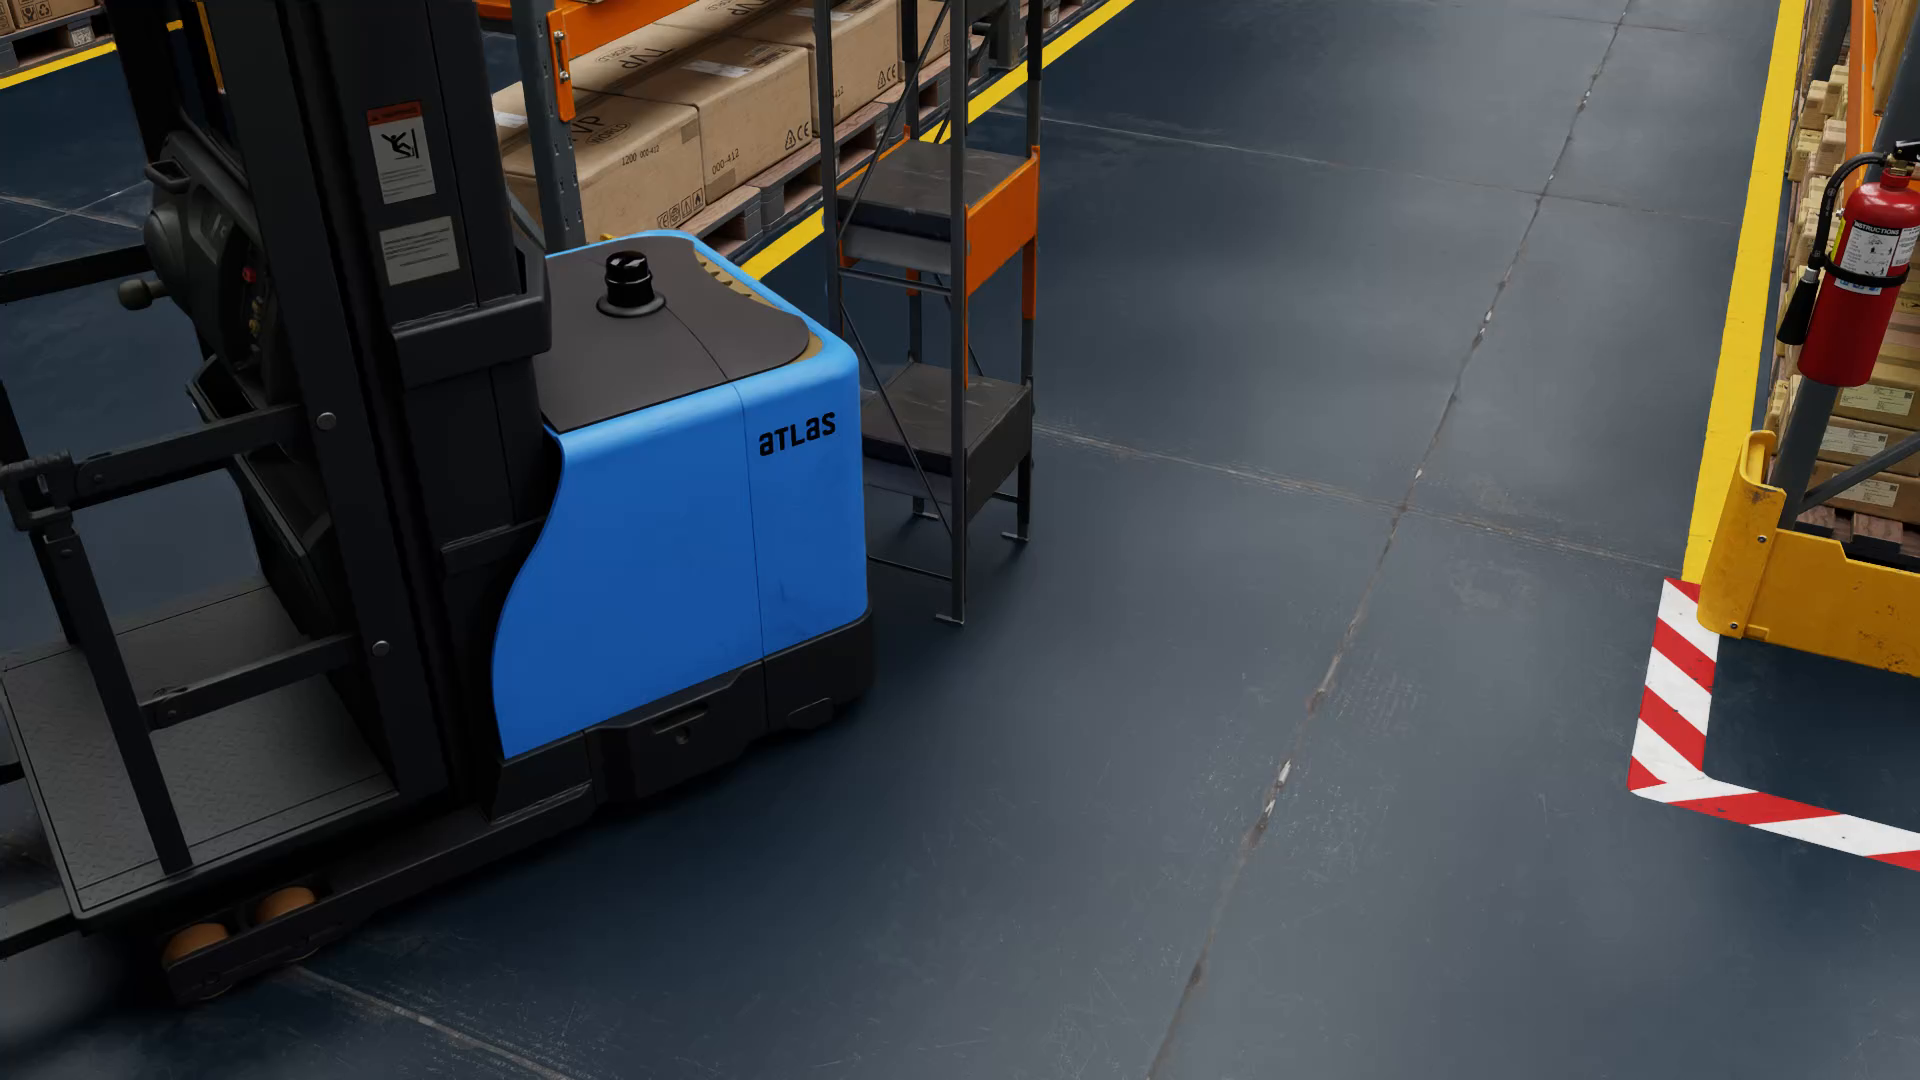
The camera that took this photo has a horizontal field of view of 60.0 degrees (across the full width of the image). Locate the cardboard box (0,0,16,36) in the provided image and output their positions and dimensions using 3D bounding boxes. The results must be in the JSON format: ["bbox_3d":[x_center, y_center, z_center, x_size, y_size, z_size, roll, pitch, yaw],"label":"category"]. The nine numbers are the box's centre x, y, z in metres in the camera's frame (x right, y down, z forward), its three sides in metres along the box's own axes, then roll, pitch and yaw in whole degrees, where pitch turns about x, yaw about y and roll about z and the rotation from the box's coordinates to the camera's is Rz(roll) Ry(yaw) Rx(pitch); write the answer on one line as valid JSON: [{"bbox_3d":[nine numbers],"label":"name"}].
[{"bbox_3d":[-5.596,-2.962,8.928,0.700,0.500,0.500,16,36,22],"label":"cardboard box"}]

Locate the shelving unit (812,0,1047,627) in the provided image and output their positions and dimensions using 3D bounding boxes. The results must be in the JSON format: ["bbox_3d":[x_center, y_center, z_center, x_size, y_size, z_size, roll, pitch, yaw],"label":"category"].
[{"bbox_3d":[-0.069,-0.796,4.549,0.431,2.100,0.503,14,36,20],"label":"shelving unit"}]

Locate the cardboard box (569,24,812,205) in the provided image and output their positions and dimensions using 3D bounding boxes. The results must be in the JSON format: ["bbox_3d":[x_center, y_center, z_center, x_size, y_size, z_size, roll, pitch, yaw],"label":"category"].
[{"bbox_3d":[-1.260,-1.908,7.378,0.875,0.438,0.875,15,36,22],"label":"cardboard box"}]

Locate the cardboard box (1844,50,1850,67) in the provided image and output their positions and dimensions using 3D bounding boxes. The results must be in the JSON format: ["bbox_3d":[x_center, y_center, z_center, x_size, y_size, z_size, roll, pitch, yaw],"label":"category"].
[{"bbox_3d":[4.059,-2.010,7.254,0.380,0.149,0.250,16,36,22],"label":"cardboard box"}]

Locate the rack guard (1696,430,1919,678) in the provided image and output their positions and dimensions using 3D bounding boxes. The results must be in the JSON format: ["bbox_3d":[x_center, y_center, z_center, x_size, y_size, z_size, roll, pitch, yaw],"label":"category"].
[{"bbox_3d":[2.749,0.098,4.645,1.175,0.500,0.348,14,36,20],"label":"rack guard"}]

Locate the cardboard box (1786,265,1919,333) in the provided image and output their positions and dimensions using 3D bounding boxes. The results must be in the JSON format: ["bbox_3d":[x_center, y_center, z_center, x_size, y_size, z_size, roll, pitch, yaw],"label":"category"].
[{"bbox_3d":[2.859,-0.734,5.308,0.380,0.149,0.250,13,36,19],"label":"cardboard box"}]

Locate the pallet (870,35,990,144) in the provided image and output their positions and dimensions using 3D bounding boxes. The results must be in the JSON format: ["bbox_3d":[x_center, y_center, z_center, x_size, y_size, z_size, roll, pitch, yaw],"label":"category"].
[{"bbox_3d":[-0.537,-2.460,8.809,1.003,0.211,1.213,14,36,20],"label":"pallet"}]

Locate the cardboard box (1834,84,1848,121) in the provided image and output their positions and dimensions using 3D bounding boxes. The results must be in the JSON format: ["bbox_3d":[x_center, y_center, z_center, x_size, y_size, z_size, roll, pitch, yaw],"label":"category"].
[{"bbox_3d":[3.828,-1.749,6.856,0.380,0.149,0.250,14,36,20],"label":"cardboard box"}]

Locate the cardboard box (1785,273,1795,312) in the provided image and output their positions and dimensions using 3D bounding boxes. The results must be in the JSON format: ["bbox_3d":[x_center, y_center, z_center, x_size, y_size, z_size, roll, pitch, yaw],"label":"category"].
[{"bbox_3d":[3.100,-0.866,5.780,0.380,0.149,0.250,15,36,21],"label":"cardboard box"}]

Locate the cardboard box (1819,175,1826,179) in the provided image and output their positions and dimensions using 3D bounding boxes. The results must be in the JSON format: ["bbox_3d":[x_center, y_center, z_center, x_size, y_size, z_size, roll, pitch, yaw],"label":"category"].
[{"bbox_3d":[3.718,-1.371,6.823,0.380,0.149,0.250,13,36,20],"label":"cardboard box"}]

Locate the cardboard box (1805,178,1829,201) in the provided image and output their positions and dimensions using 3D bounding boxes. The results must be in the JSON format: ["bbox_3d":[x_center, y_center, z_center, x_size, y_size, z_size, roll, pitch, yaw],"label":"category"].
[{"bbox_3d":[3.440,-1.250,6.366,0.380,0.149,0.250,14,36,20],"label":"cardboard box"}]

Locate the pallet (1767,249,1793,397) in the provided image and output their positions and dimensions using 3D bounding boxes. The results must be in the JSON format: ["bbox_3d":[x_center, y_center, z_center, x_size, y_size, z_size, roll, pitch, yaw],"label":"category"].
[{"bbox_3d":[3.633,-0.783,6.252,1.003,0.211,1.213,14,36,20],"label":"pallet"}]

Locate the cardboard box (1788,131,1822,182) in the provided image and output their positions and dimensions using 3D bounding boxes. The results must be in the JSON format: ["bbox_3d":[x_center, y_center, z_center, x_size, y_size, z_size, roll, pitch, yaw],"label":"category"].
[{"bbox_3d":[3.835,-1.645,7.240,0.380,0.149,0.250,15,36,22],"label":"cardboard box"}]

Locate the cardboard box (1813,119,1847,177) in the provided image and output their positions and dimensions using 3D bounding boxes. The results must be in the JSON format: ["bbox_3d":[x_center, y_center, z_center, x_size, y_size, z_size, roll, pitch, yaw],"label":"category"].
[{"bbox_3d":[3.559,-1.506,6.485,0.380,0.149,0.250,15,36,21],"label":"cardboard box"}]

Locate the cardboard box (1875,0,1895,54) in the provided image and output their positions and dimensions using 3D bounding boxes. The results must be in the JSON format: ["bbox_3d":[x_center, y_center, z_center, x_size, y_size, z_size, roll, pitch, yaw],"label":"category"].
[{"bbox_3d":[2.892,-1.614,4.613,0.500,0.500,0.500,14,36,20],"label":"cardboard box"}]

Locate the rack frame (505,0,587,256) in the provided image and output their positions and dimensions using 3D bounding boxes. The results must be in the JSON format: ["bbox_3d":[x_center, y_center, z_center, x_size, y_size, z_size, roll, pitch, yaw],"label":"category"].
[{"bbox_3d":[-1.821,-1.995,5.557,1.000,3.000,0.127,14,36,20],"label":"rack frame"}]

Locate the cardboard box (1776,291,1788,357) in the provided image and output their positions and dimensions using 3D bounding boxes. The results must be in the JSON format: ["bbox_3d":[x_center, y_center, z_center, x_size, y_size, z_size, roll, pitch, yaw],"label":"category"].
[{"bbox_3d":[3.094,-0.733,5.850,0.380,0.149,0.250,13,35,18],"label":"cardboard box"}]

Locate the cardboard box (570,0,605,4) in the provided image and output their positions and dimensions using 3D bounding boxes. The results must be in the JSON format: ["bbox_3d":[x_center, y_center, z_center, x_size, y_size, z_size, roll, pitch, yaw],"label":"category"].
[{"bbox_3d":[-1.359,-2.210,5.793,0.500,0.500,0.500,14,36,20],"label":"cardboard box"}]

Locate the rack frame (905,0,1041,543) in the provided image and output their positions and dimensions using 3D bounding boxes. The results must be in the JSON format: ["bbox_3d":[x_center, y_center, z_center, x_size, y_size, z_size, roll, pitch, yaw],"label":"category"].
[{"bbox_3d":[0.033,-0.917,4.734,0.400,2.100,0.015,14,36,20],"label":"rack frame"}]

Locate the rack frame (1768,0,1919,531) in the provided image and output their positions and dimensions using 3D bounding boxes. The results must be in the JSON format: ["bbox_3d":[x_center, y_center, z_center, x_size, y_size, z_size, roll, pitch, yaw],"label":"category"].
[{"bbox_3d":[2.717,-0.909,3.901,1.000,3.000,0.127,14,36,20],"label":"rack frame"}]

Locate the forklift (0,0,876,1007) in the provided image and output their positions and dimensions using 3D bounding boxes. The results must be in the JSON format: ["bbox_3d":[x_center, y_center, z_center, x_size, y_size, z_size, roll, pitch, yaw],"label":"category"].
[{"bbox_3d":[-1.730,-0.537,3.396,3.031,2.935,1.130,-21,39,-29],"label":"forklift"}]

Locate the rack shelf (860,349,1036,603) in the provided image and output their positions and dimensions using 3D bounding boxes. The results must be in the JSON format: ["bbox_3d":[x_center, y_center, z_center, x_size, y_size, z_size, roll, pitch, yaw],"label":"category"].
[{"bbox_3d":[-0.069,-0.199,4.940,0.431,0.518,0.480,14,36,20],"label":"rack shelf"}]

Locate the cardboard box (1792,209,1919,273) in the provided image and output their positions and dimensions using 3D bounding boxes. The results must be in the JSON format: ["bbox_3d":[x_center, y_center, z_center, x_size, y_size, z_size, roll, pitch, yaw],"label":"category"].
[{"bbox_3d":[3.087,-0.995,5.706,0.380,0.149,0.250,16,36,22],"label":"cardboard box"}]

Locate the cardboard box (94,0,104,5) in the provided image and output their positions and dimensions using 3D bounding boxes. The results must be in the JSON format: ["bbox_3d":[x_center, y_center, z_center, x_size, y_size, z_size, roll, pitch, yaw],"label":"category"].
[{"bbox_3d":[-5.162,-3.479,9.716,0.700,0.500,0.500,13,35,19],"label":"cardboard box"}]

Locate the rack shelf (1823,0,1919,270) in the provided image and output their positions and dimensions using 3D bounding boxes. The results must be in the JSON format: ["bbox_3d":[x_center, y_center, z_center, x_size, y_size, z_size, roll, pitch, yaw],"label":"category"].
[{"bbox_3d":[3.554,-1.605,5.618,1.077,0.370,4.000,14,36,20],"label":"rack shelf"}]

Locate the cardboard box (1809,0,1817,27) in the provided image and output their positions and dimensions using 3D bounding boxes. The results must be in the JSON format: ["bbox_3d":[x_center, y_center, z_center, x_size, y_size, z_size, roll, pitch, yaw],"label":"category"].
[{"bbox_3d":[4.905,-2.968,8.938,0.500,0.500,0.500,13,36,19],"label":"cardboard box"}]

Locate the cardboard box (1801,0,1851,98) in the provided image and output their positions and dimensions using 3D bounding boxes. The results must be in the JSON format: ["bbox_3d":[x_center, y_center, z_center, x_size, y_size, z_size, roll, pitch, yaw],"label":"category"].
[{"bbox_3d":[4.472,-2.458,8.160,0.500,0.500,0.500,13,36,20],"label":"cardboard box"}]

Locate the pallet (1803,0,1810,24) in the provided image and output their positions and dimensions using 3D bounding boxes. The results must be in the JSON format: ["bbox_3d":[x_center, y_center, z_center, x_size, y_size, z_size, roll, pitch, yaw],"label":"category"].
[{"bbox_3d":[5.736,-3.339,10.149,1.003,0.211,1.213,14,36,20],"label":"pallet"}]

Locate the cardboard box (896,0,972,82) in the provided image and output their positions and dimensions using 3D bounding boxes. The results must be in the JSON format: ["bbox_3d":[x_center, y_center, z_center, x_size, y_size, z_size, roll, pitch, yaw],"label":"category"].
[{"bbox_3d":[-0.508,-2.803,8.743,0.875,0.438,0.875,14,36,20],"label":"cardboard box"}]

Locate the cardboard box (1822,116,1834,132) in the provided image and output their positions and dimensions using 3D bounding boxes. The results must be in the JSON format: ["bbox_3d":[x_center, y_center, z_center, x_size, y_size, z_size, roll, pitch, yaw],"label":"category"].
[{"bbox_3d":[3.924,-1.756,7.138,0.380,0.149,0.250,14,36,21],"label":"cardboard box"}]

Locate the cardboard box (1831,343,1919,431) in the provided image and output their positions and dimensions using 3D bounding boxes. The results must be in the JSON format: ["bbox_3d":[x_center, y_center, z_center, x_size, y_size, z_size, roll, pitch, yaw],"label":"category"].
[{"bbox_3d":[2.709,-0.464,4.896,0.380,0.149,0.250,15,36,21],"label":"cardboard box"}]

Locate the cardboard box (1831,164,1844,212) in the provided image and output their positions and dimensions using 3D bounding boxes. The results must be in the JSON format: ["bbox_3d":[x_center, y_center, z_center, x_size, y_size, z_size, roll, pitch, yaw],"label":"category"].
[{"bbox_3d":[3.382,-1.237,6.076,0.380,0.149,0.250,14,36,21],"label":"cardboard box"}]

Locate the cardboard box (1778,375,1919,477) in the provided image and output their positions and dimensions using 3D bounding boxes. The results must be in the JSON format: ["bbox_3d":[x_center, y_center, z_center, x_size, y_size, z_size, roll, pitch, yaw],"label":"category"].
[{"bbox_3d":[2.679,-0.346,4.987,0.380,0.149,0.250,13,36,19],"label":"cardboard box"}]

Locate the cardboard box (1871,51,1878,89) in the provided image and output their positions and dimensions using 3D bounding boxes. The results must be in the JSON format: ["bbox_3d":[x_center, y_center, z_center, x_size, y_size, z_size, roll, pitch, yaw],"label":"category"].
[{"bbox_3d":[2.912,-1.408,4.890,0.380,0.149,0.250,15,36,22],"label":"cardboard box"}]

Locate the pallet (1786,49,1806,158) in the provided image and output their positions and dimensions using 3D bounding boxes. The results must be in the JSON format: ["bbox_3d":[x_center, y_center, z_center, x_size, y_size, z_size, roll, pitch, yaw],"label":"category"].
[{"bbox_3d":[4.715,-2.124,8.296,1.003,0.211,1.213,14,36,20],"label":"pallet"}]

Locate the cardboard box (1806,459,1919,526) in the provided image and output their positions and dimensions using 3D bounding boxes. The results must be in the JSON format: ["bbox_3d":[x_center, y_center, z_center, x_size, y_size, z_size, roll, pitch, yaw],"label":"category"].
[{"bbox_3d":[2.748,-0.203,5.041,0.380,0.149,0.250,15,36,21],"label":"cardboard box"}]

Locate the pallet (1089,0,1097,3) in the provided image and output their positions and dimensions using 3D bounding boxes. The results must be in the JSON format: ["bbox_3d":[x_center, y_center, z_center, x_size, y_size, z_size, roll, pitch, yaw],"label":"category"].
[{"bbox_3d":[0.616,-3.832,10.902,1.003,0.211,1.213,14,36,20],"label":"pallet"}]

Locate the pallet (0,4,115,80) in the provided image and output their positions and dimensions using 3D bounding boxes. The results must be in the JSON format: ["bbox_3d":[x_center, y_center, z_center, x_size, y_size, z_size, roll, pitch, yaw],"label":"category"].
[{"bbox_3d":[-5.455,-3.006,9.642,1.003,0.211,1.213,14,36,20],"label":"pallet"}]

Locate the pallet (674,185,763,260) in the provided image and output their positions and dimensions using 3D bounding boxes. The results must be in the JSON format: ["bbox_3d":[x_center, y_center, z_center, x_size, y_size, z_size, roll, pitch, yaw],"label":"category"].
[{"bbox_3d":[-1.557,-1.245,6.956,1.003,0.211,1.213,14,36,20],"label":"pallet"}]
